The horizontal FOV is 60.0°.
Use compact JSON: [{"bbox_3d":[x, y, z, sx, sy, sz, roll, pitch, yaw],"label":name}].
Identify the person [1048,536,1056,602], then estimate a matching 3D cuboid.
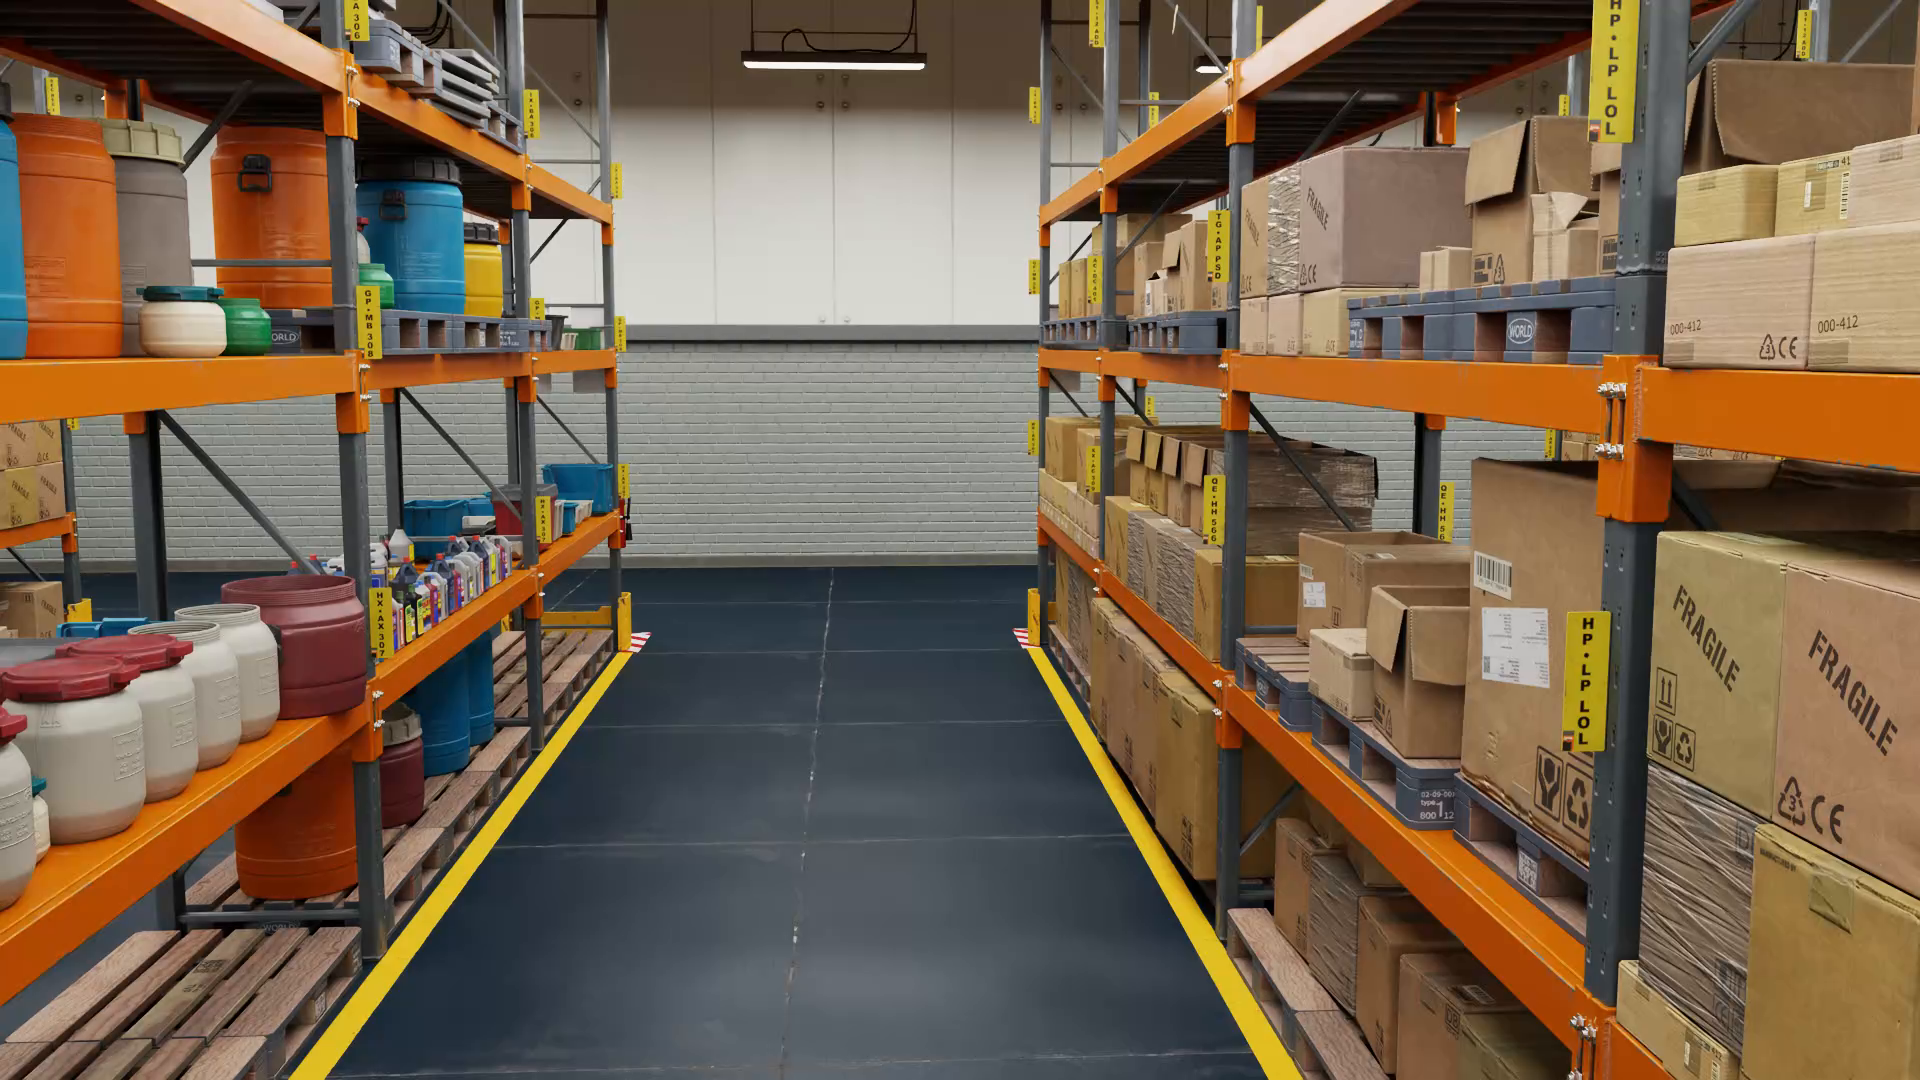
[{"bbox_3d":[1.063,-0.017,16.941,0.425,1.774,0.607,-1,7,-6],"label":"person"}]
